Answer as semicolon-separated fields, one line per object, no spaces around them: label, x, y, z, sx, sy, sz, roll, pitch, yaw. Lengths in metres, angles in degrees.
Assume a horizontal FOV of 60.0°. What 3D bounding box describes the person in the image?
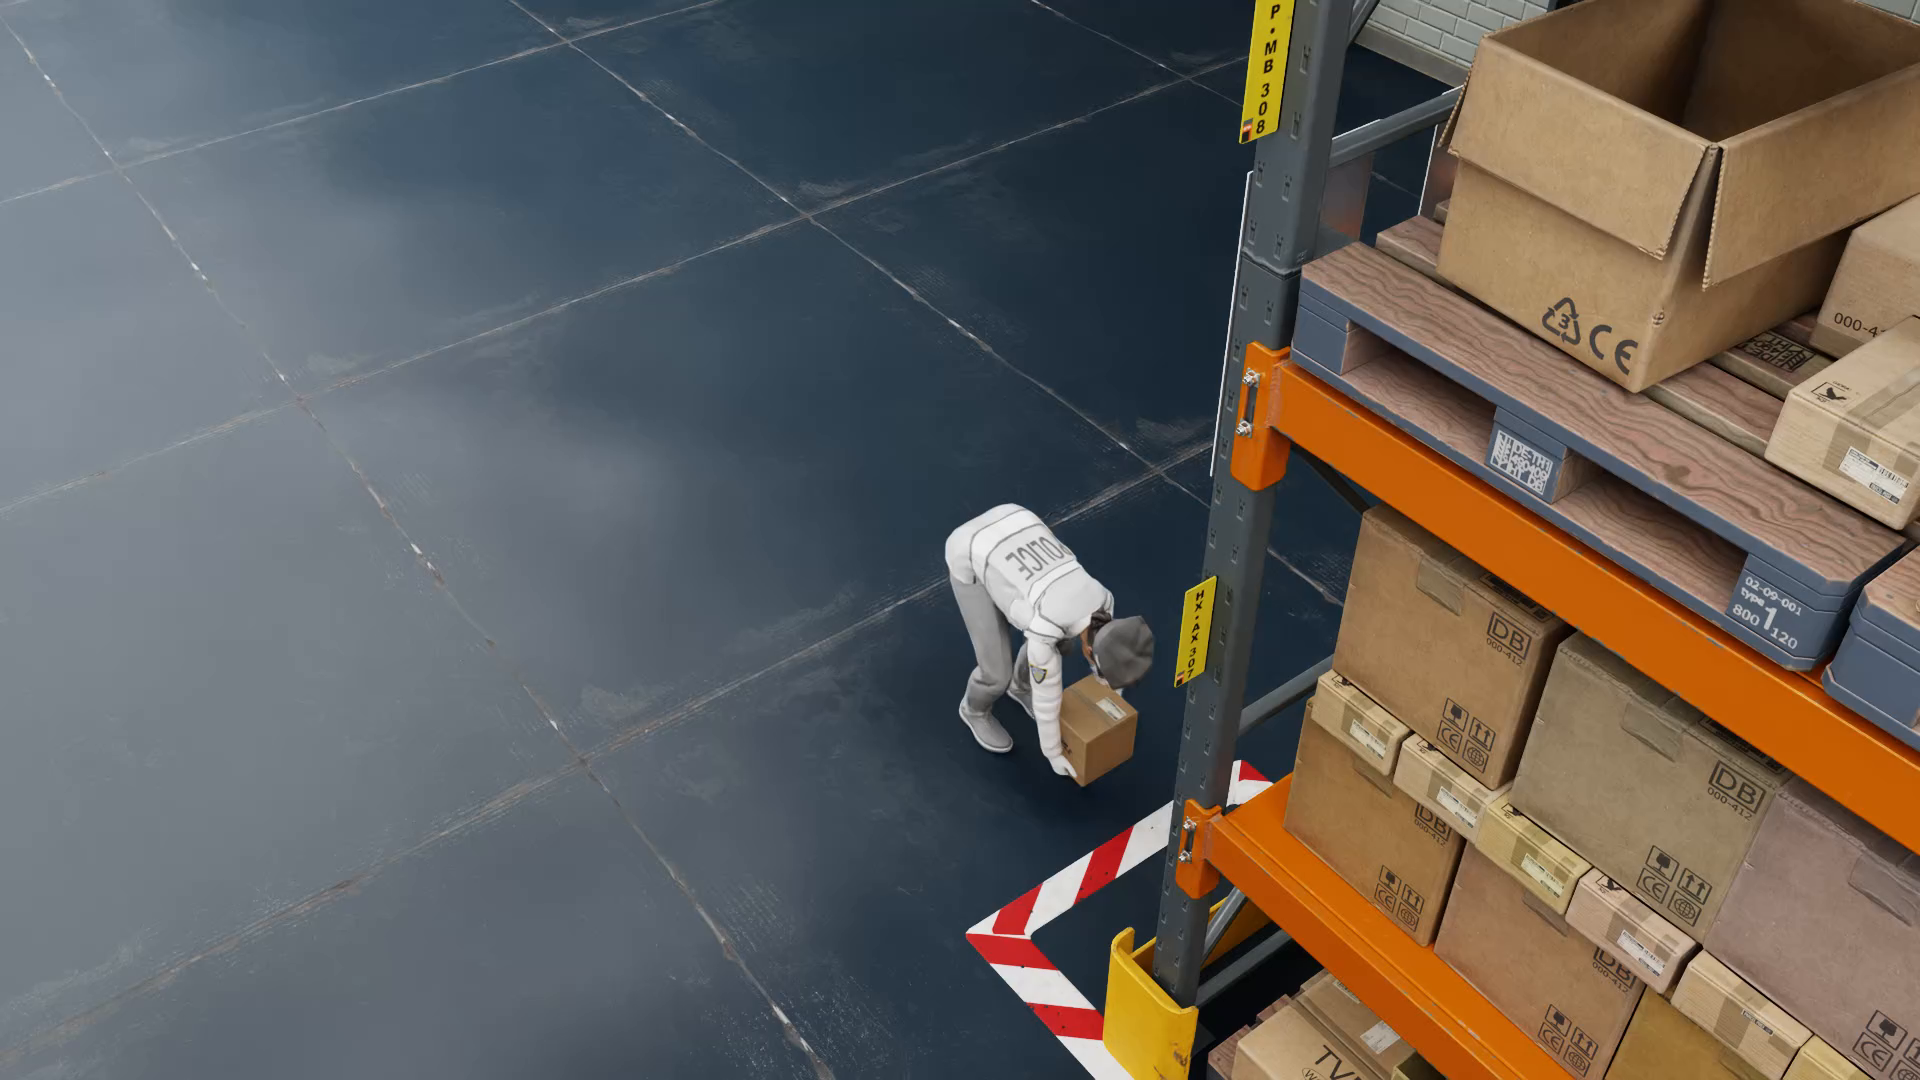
person;0.323;0.432;6.168;0.437;0.995;0.912;-29;48;-29
